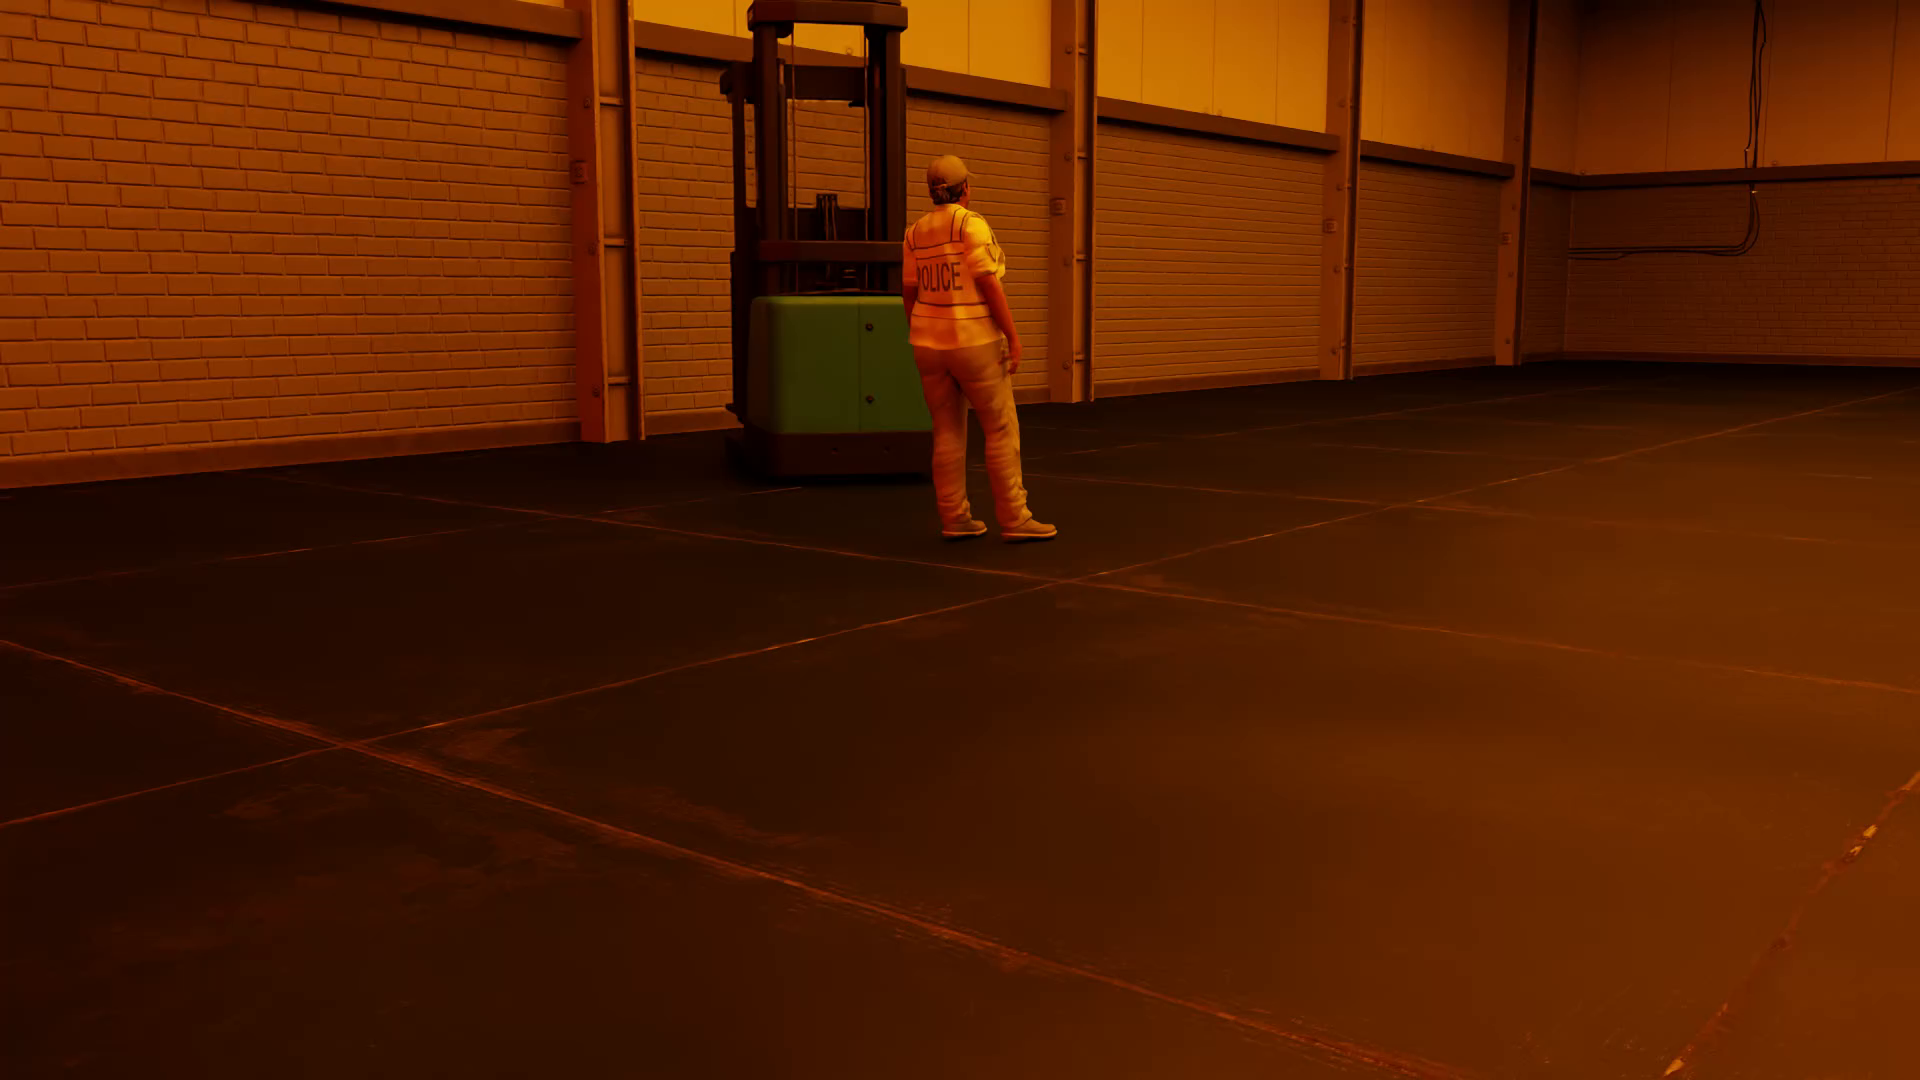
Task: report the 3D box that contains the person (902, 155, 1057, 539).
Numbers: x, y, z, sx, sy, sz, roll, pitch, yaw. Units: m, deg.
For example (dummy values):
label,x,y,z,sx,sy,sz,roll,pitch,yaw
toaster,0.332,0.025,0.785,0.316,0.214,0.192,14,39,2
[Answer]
label,x,y,z,sx,sy,sz,roll,pitch,yaw
person,0.066,-0.839,7.328,0.599,1.670,0.529,7,11,38

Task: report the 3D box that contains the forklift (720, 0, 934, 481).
label,x,y,z,sx,sy,sz,roll,pitch,yaw
forklift,-0.938,-1.968,10.732,1.130,2.935,3.031,-2,9,-14
